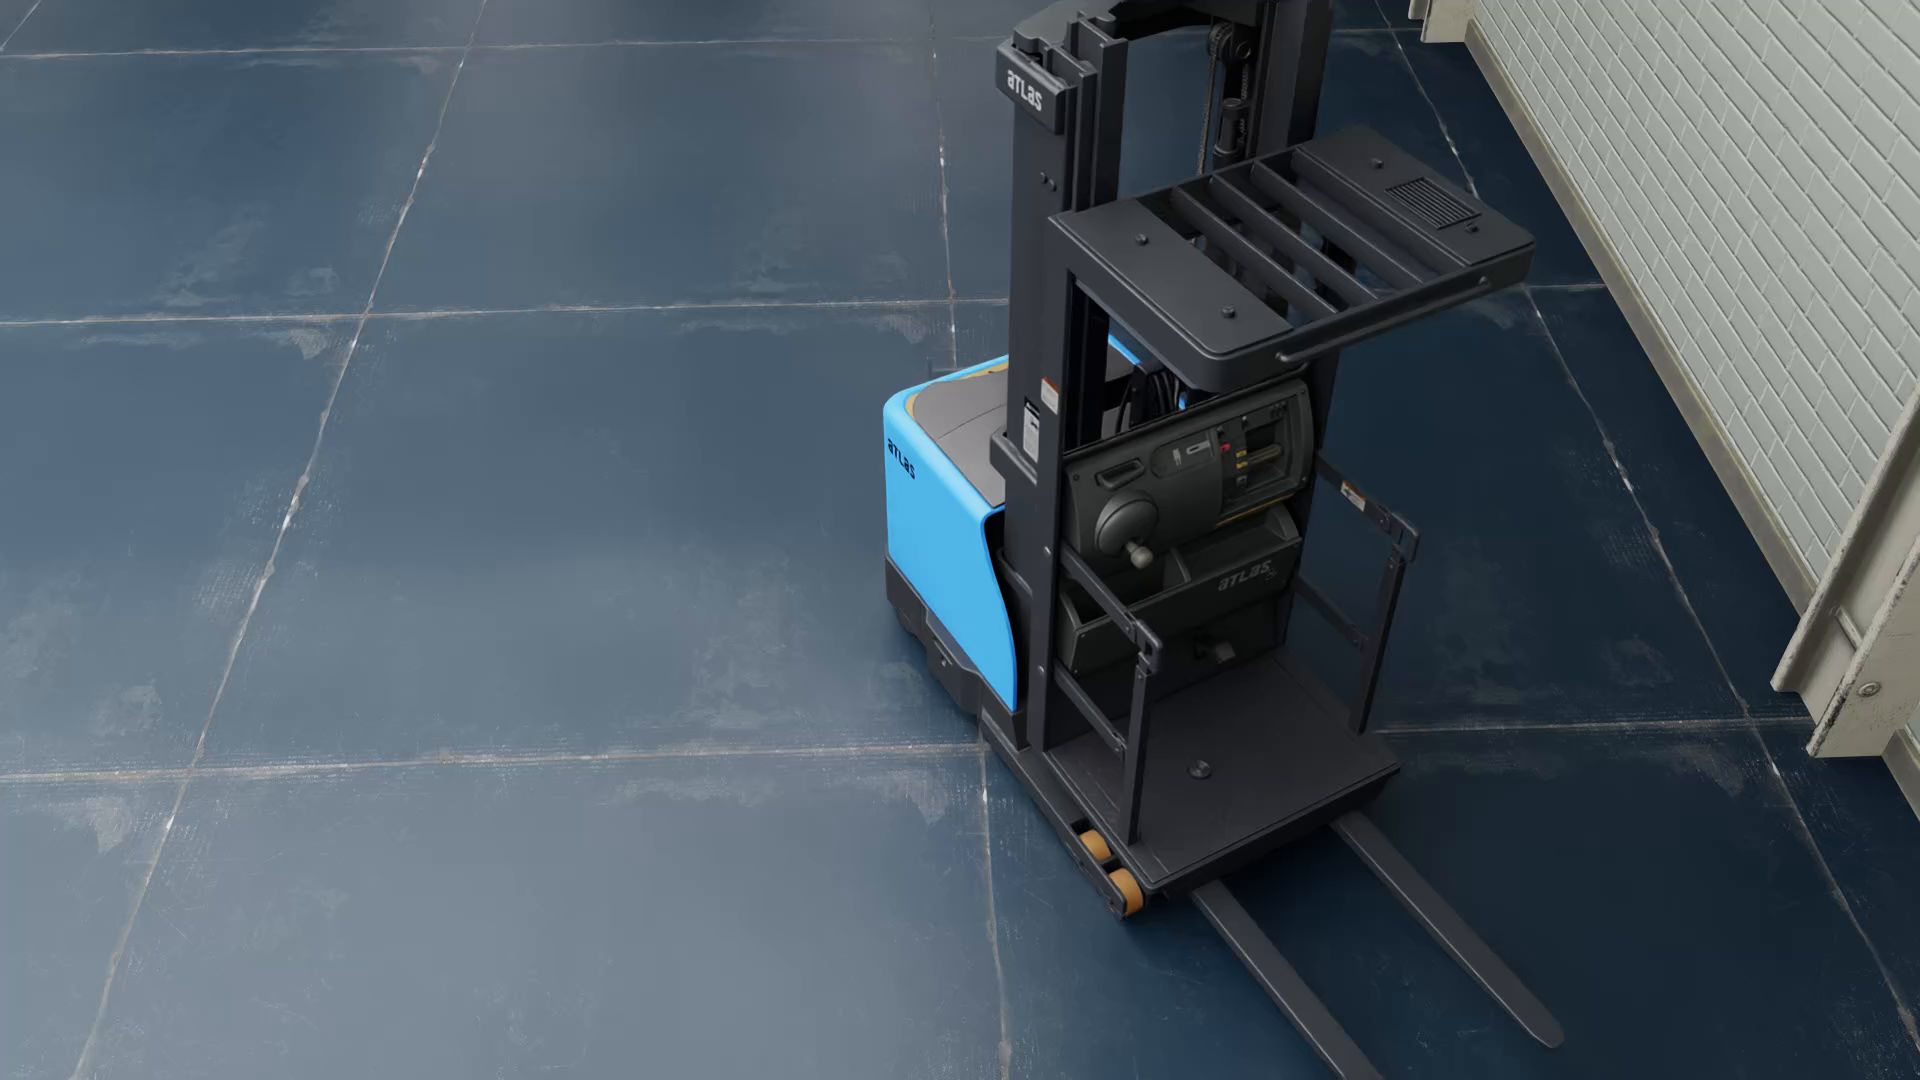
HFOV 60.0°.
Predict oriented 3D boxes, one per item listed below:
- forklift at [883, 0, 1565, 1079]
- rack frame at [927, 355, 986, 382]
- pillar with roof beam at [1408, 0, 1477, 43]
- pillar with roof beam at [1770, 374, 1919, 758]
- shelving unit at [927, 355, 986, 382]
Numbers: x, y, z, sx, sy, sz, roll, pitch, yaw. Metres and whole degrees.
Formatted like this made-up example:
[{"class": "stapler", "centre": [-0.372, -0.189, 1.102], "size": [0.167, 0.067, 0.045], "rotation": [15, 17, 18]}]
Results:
[{"class": "forklift", "centre": [0.861, -0.125, 5.217], "size": [1.130, 2.935, 3.031], "rotation": [-21, 47, -21]}, {"class": "rack frame", "centre": [-0.013, -0.411, 7.032], "size": [0.240, 0.900, 0.006], "rotation": [-3, 43, -4]}, {"class": "pillar with roof beam", "centre": [-1.162, -6.553, 7.739], "size": [9.100, 9.000, 0.400], "rotation": [-2, 43, -2]}, {"class": "pillar with roof beam", "centre": [-0.908, -2.502, 3.320], "size": [9.100, 9.000, 0.400], "rotation": [-2, 43, -2]}, {"class": "shelving unit", "centre": [-0.004, -0.342, 6.957], "size": [0.258, 0.900, 0.210], "rotation": [-3, 43, -4]}]
